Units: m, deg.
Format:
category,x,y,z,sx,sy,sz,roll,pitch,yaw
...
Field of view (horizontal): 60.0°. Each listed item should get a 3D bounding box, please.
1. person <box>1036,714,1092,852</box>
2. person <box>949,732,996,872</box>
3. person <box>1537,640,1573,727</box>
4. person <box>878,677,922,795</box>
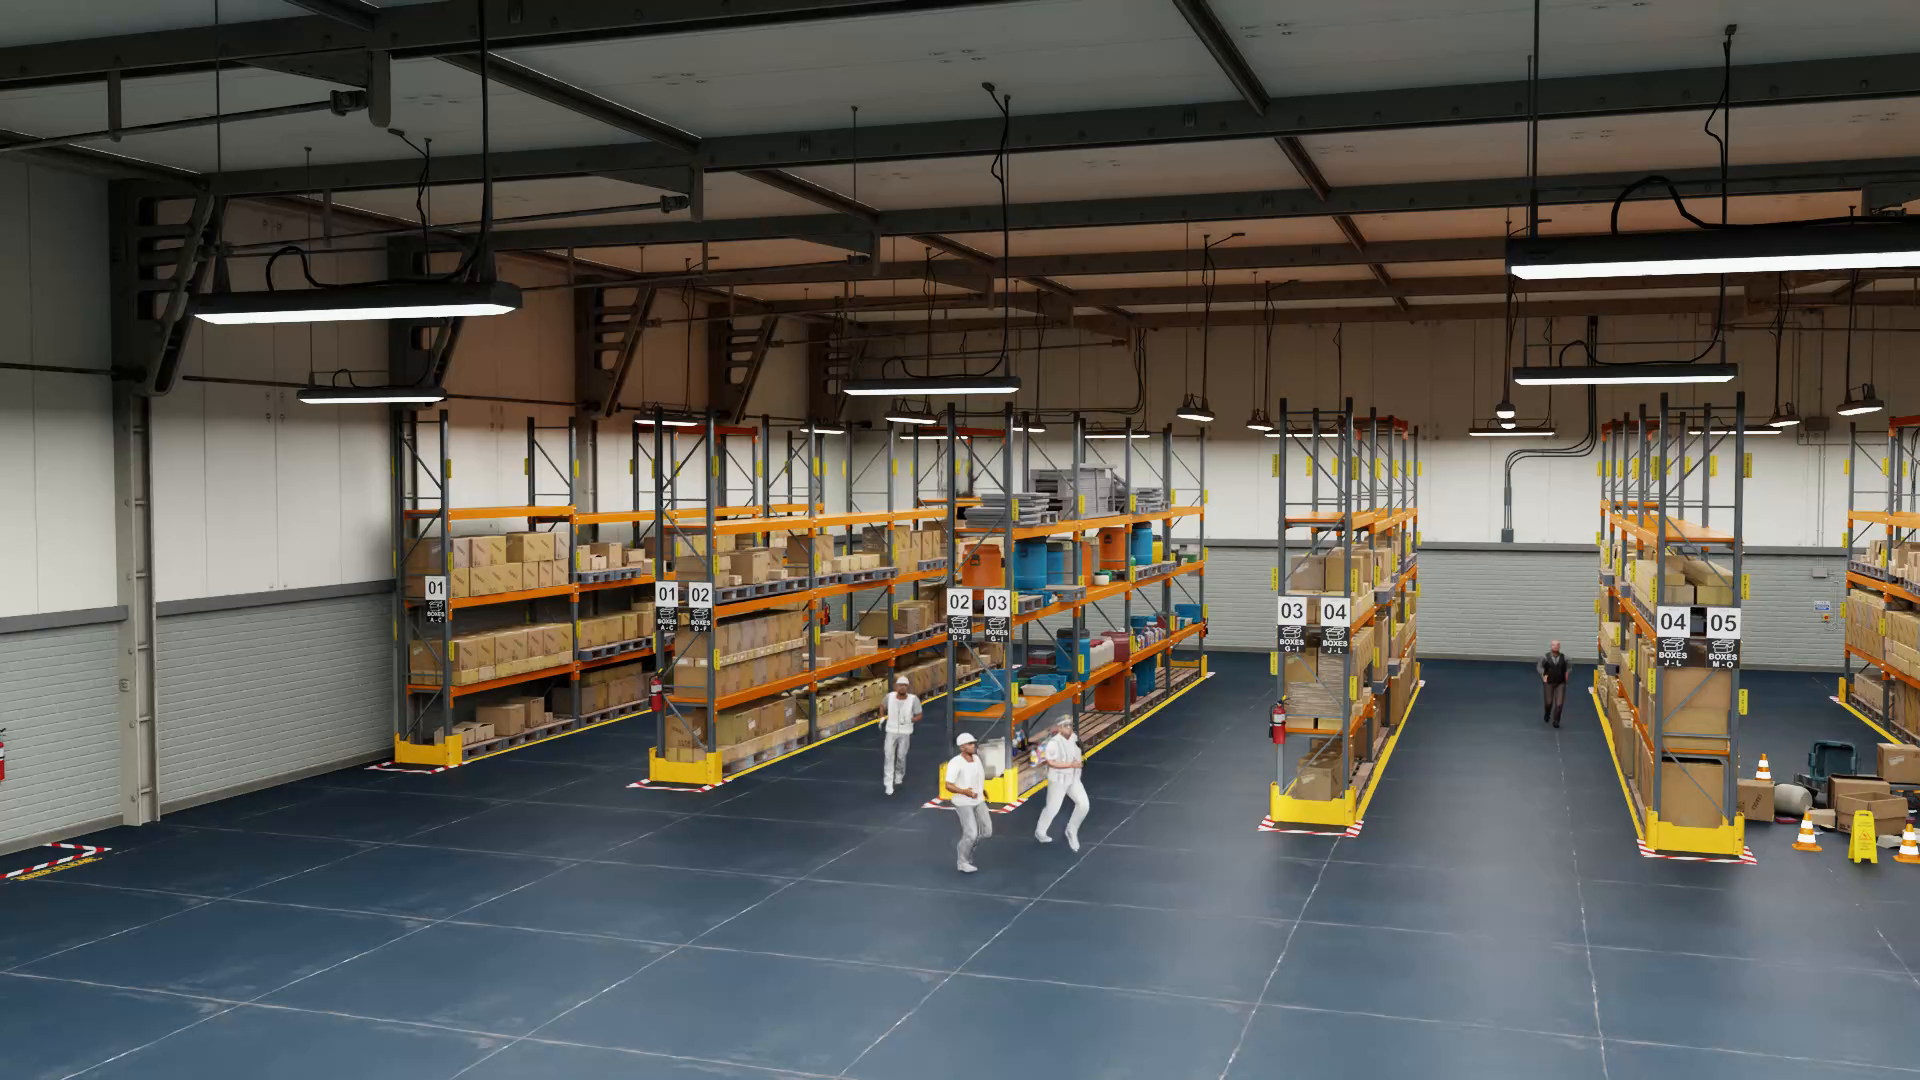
category,x,y,z,sx,sy,sz,roll,pitch,yaw
person,1.409,3.186,21.873,0.672,1.833,0.912,-2,3,-35
person,0.188,3.241,20.539,0.600,1.724,0.685,2,3,44
person,11.489,2.782,32.095,0.654,1.671,0.590,1,3,15
person,-0.929,3.021,25.856,0.700,1.802,0.841,0,2,4
